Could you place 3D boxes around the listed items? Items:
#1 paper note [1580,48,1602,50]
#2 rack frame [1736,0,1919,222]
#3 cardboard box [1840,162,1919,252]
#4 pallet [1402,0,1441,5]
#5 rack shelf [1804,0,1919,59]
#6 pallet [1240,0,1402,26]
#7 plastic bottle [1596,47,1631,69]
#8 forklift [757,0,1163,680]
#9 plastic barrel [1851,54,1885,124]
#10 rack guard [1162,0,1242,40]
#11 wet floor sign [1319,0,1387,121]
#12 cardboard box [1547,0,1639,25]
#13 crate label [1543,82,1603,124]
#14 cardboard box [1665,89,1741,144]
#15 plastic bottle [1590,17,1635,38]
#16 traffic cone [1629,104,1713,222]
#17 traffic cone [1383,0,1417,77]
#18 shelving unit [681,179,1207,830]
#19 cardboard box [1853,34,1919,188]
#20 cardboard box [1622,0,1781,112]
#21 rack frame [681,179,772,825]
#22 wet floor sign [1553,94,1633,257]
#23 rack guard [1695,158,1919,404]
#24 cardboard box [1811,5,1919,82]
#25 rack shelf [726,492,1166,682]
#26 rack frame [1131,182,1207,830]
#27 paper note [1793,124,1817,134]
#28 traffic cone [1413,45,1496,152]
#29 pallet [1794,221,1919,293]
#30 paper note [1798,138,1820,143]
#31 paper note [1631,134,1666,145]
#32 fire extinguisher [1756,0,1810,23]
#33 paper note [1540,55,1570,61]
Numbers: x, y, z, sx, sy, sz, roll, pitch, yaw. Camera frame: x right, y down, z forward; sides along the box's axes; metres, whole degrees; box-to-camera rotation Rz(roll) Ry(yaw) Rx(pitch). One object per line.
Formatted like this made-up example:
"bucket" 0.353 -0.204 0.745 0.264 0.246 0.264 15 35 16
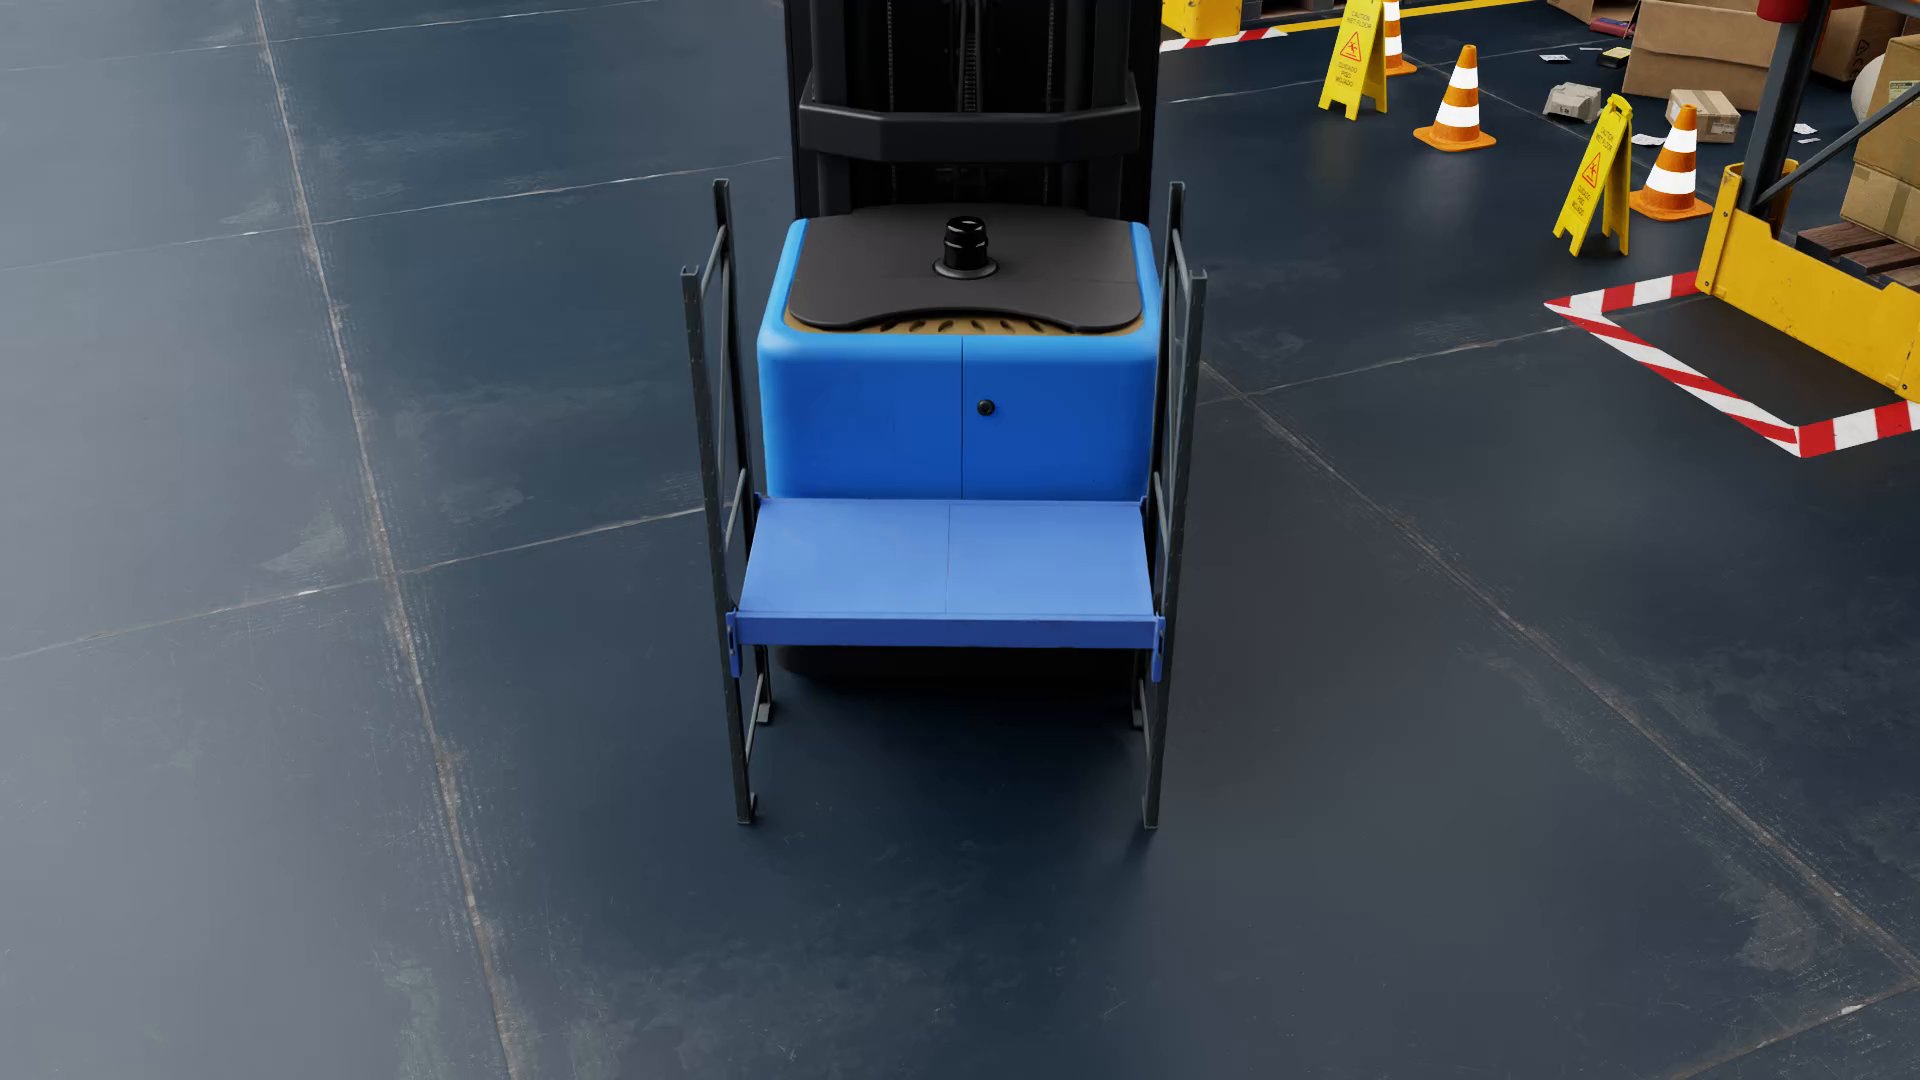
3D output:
"paper note" 3.642 -2.834 9.597 0.123 0.001 0.032 4 33 6
"rack frame" 3.326 -2.045 5.643 0.127 3.000 1.000 -13 35 -19
"cardboard box" 3.990 -1.380 6.757 0.500 0.250 0.500 -13 35 -19
"pallet" 3.147 -3.808 10.909 1.213 0.211 1.003 -13 35 -19
"rack shelf" 5.170 -2.166 6.488 4.000 0.370 1.077 -13 35 -19
"pallet" 2.024 -3.552 10.516 1.213 0.211 1.003 -13 35 -19
"plastic bottle" 3.729 -2.733 9.394 0.283 0.061 0.133 -27 42 -35
"forklift" 0.043 -1.616 5.047 1.130 2.935 3.031 1 33 1
"plastic barrel" 4.645 -2.163 8.186 0.421 0.421 0.512 10 34 14
"rack guard" 1.295 -3.460 10.110 0.348 0.500 1.175 -13 35 -19
"wet floor sign" 2.057 -2.525 8.538 0.232 0.644 0.267 -19 38 -27
"cardboard box" 3.971 -3.467 10.118 0.500 0.500 0.500 -7 34 -11
"crate label" 3.181 -2.269 8.611 0.250 0.136 0.298 23 39 30
"cardboard box" 3.752 -2.143 8.407 0.250 0.149 0.380 4 33 6
"plastic bottle" 3.896 -3.030 9.851 0.133 0.061 0.283 -27 42 -35
"traffic cone" 3.223 -1.722 7.472 0.334 0.463 0.336 -13 35 -19
"traffic cone" 2.356 -2.848 9.203 0.334 0.463 0.336 -13 35 -19
"shelving unit" -0.029 -0.044 3.931 1.048 1.500 0.538 1 34 1
"cardboard box" 3.964 -1.683 6.536 0.500 0.500 0.500 -13 35 -19
"cardboard box" 3.966 -2.643 8.851 0.797 0.503 0.637 16 36 23
"rack frame" -0.537 -0.048 3.939 0.032 1.500 0.500 1 34 1
"wet floor sign" 2.737 -1.557 7.051 0.232 0.644 0.267 -2 33 -2
"rack guard" 3.396 -1.014 6.350 0.348 0.500 1.175 -13 35 -19
"cardboard box" 4.825 -2.901 9.123 0.503 0.637 0.797 -13 35 -19
"rack shelf" -0.029 0.105 4.033 1.000 0.185 0.538 1 34 1
"rack frame" 0.480 -0.039 3.924 0.032 1.500 0.500 1 34 1
"paper note" 4.269 -2.101 8.461 0.142 0.019 0.148 -2 33 -2
"traffic cone" 2.480 -2.208 8.219 0.334 0.463 0.336 -13 35 -19
"pallet" 4.159 -1.046 6.665 1.213 0.211 1.003 -13 35 -19
"paper note" 4.243 -1.996 8.308 0.123 0.001 0.032 -13 35 -19
"paper note" 3.427 -2.001 8.298 0.142 0.019 0.148 -27 42 -35
"fire extinguisher" 3.042 -2.221 5.983 0.183 0.674 0.296 -13 35 -19
"paper note" 3.382 -2.737 9.429 0.142 0.017 0.144 -2 33 -2
